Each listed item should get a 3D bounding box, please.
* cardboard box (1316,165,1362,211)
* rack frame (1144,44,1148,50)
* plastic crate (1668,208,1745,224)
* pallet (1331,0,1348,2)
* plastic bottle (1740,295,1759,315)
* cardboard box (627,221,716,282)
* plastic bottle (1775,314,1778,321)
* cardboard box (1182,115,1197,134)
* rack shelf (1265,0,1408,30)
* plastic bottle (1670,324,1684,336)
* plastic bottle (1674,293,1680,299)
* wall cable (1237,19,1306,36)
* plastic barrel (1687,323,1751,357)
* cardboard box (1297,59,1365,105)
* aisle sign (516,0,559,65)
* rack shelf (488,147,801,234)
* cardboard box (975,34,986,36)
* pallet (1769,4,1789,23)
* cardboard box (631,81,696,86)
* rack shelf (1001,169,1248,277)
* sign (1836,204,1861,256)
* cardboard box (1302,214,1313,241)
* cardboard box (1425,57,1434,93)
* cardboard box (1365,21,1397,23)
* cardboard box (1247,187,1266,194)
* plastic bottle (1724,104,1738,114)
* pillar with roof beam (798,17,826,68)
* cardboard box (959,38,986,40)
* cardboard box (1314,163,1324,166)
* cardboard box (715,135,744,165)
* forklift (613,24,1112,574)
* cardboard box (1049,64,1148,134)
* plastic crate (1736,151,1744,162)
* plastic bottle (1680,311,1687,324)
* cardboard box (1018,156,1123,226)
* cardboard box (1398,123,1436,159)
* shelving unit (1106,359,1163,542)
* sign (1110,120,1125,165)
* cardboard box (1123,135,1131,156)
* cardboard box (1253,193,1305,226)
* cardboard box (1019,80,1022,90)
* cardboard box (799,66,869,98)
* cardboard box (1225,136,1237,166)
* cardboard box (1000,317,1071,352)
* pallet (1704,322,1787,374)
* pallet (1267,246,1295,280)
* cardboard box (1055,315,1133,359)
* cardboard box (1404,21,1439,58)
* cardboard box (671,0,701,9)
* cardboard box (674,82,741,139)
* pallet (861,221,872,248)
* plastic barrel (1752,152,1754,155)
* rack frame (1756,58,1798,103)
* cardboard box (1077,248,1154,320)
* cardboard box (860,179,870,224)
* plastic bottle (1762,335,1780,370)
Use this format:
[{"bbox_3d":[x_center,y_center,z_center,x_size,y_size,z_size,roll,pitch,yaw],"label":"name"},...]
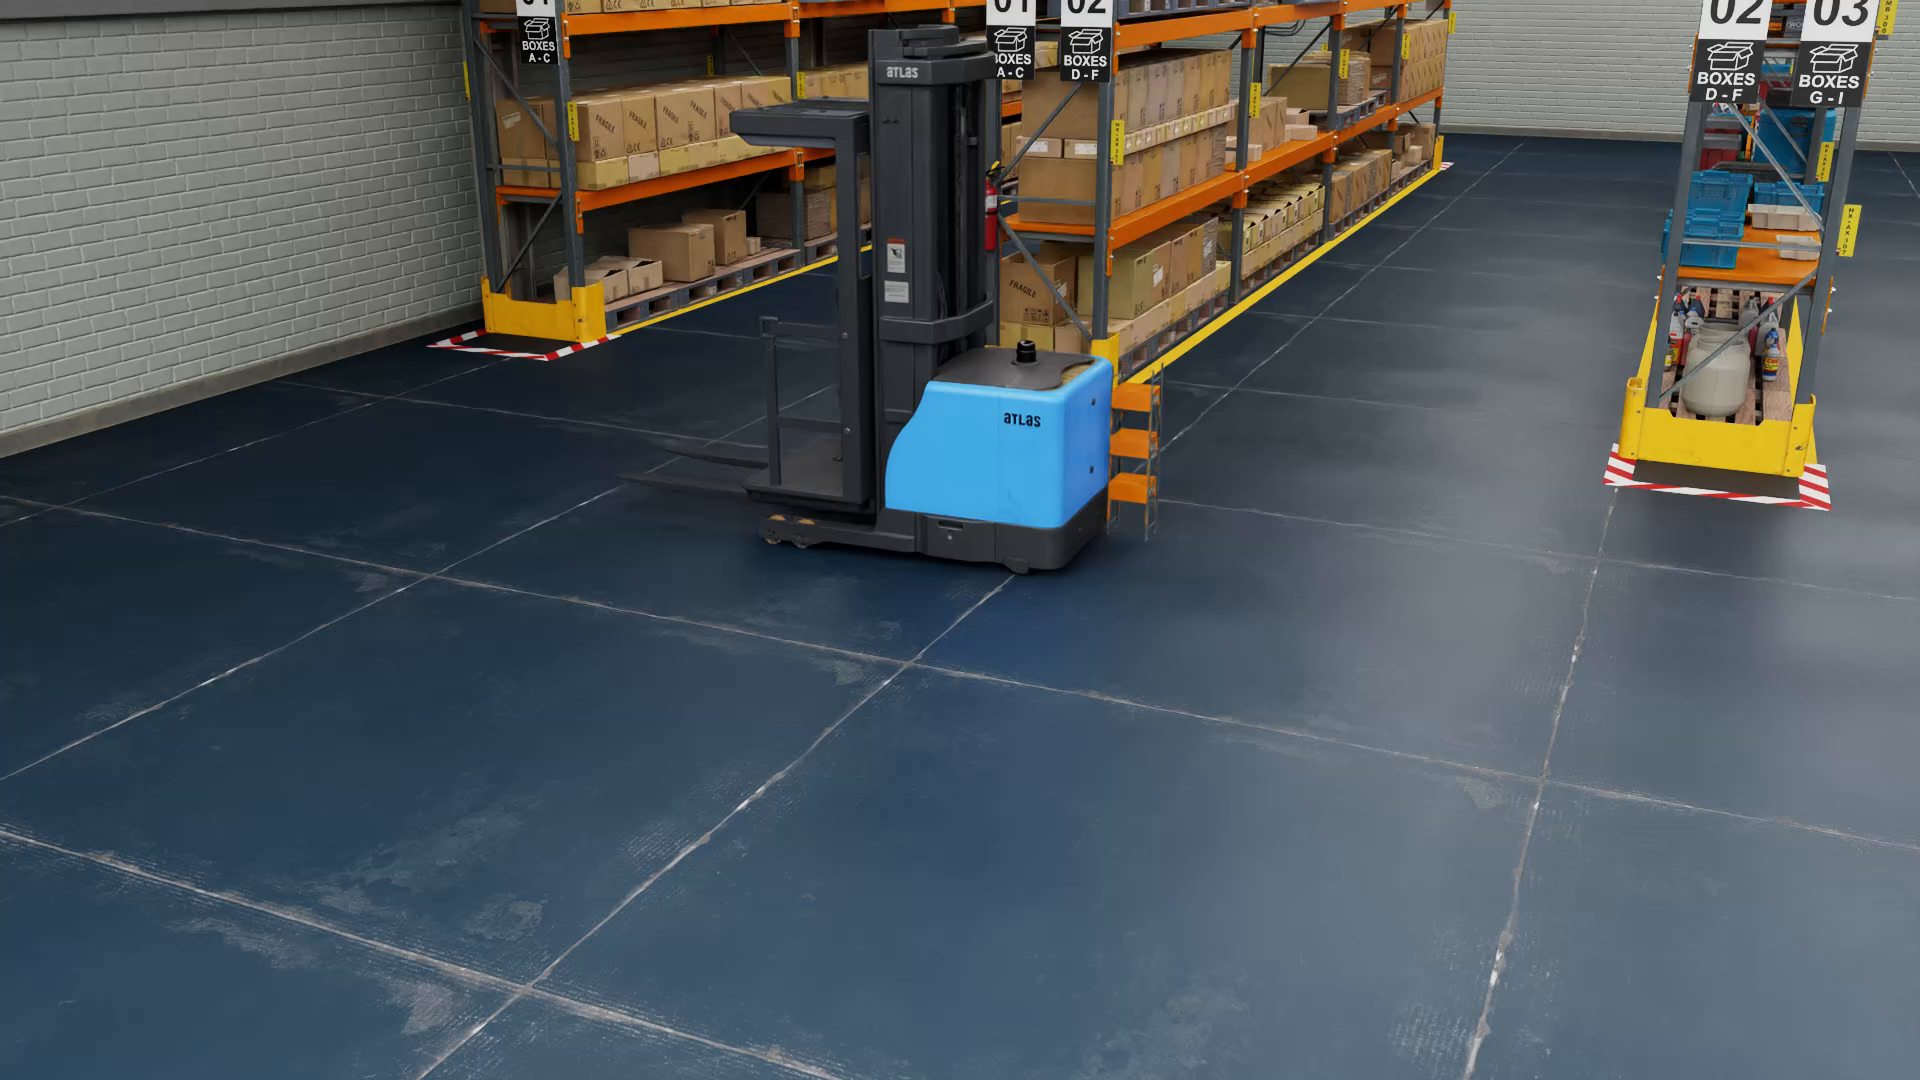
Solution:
[{"bbox_3d":[4.818,-4.500,21.219,0.500,0.500,0.500,8,21,22],"label":"cardboard box"},{"bbox_3d":[2.706,-8.181,28.496,1.000,3.000,0.127,9,21,23],"label":"rack frame"},{"bbox_3d":[5.396,-2.252,12.047,0.499,0.251,0.408,9,21,23],"label":"plastic crate"},{"bbox_3d":[3.755,-6.161,18.622,1.213,0.211,1.003,10,22,25],"label":"pallet"},{"bbox_3d":[6.698,-1.896,14.120,0.144,0.351,0.185,9,21,23],"label":"plastic bottle"},{"bbox_3d":[-2.901,-2.910,16.749,0.700,0.500,0.500,7,21,19],"label":"cardboard box"},{"bbox_3d":[6.723,-1.730,13.754,0.061,0.283,0.133,10,22,26],"label":"plastic bottle"},{"bbox_3d":[1.876,-3.686,14.740,0.380,0.149,0.250,9,22,24],"label":"cardboard box"},{"bbox_3d":[4.770,-6.743,21.048,1.077,0.370,4.000,9,21,23],"label":"rack shelf"},{"bbox_3d":[5.730,-1.592,13.376,0.152,0.276,0.135,8,21,21],"label":"plastic bottle"},{"bbox_3d":[6.300,-2.038,14.637,0.097,0.271,0.097,0,20,0],"label":"plastic bottle"},{"bbox_3d":[5.349,-11.224,32.735,3.097,2.526,0.112,9,21,23],"label":"wall cable"},{"bbox_3d":[5.598,-1.321,12.293,0.421,0.512,0.421,0,20,0],"label":"plastic barrel"},{"bbox_3d":[4.655,-5.763,20.921,0.700,0.500,0.500,13,23,33],"label":"cardboard box"},{"bbox_3d":[-3.601,-4.451,14.129,0.394,0.787,0.004,9,21,23],"label":"aisle sign"},{"bbox_3d":[-3.027,-3.562,16.582,1.077,0.370,4.000,9,21,23],"label":"rack shelf"},{"bbox_3d":[0.475,-6.863,23.049,0.500,0.250,0.500,8,21,22],"label":"cardboard box"},{"bbox_3d":[6.624,-4.244,13.230,1.213,0.211,1.003,9,21,23],"label":"pallet"},{"bbox_3d":[-3.015,-4.380,16.884,0.500,0.500,0.500,9,22,24],"label":"cardboard box"},{"bbox_3d":[1.494,-2.884,14.674,1.077,0.370,4.000,9,21,23],"label":"rack shelf"},{"bbox_3d":[5.693,-1.984,10.658,0.100,0.325,0.005,9,21,23],"label":"sign"},{"bbox_3d":[3.751,-3.607,19.111,0.500,0.250,0.500,8,21,22],"label":"cardboard box"},{"bbox_3d":[6.874,-7.064,25.207,0.500,0.500,0.500,9,21,23],"label":"cardboard box"},{"bbox_3d":[6.388,-7.608,25.243,0.500,0.500,0.500,9,21,23],"label":"cardboard box"},{"bbox_3d":[3.261,-3.942,19.216,0.500,0.311,0.500,8,21,21],"label":"cardboard box"},{"bbox_3d":[9.329,-5.147,20.150,0.152,0.276,0.135,9,21,23],"label":"plastic bottle"},{"bbox_3d":[2.036,-7.693,18.169,9.100,9.000,0.400,9,21,23],"label":"pillar with roof beam"},{"bbox_3d":[0.071,-6.553,22.177,0.500,0.250,0.500,8,21,22],"label":"cardboard box"},{"bbox_3d":[4.542,-4.724,21.849,0.500,0.500,0.500,8,21,21],"label":"cardboard box"},{"bbox_3d":[-2.528,-3.958,16.815,0.500,0.250,0.500,8,21,22],"label":"cardboard box"},{"bbox_3d":[-0.656,-1.490,9.785,3.031,2.935,1.130,8,21,21],"label":"forklift"},{"bbox_3d":[1.110,-3.588,13.496,0.700,0.500,0.500,8,21,21],"label":"cardboard box"},{"bbox_3d":[7.286,-3.624,16.000,0.450,0.188,0.662,9,21,23],"label":"plastic crate"},{"bbox_3d":[6.018,-1.777,13.905,0.097,0.271,0.097,0,20,0],"label":"plastic bottle"},{"bbox_3d":[0.878,-2.799,13.214,0.700,0.500,0.500,9,21,23],"label":"cardboard box"},{"bbox_3d":[7.229,-6.332,26.371,0.500,0.500,0.500,9,21,23],"label":"cardboard box"},{"bbox_3d":[1.039,-0.532,9.897,0.252,1.050,0.215,8,21,22],"label":"shelving unit"},{"bbox_3d":[1.179,-2.978,12.457,0.100,0.325,0.005,9,21,23],"label":"sign"},{"bbox_3d":[1.138,-3.135,13.191,0.380,0.149,0.250,8,21,21],"label":"cardboard box"},{"bbox_3d":[3.545,-3.716,18.580,0.500,0.311,0.500,8,21,22],"label":"cardboard box"},{"bbox_3d":[0.696,-6.669,23.623,0.500,0.500,0.500,9,21,23],"label":"cardboard box"},{"bbox_3d":[-1.492,-5.293,19.570,0.700,0.500,0.500,12,23,30],"label":"cardboard box"},{"bbox_3d":[2.475,-3.920,16.738,0.500,0.250,0.500,10,22,26],"label":"cardboard box"},{"bbox_3d":[0.625,-1.718,13.800,0.500,0.250,0.500,9,21,23],"label":"cardboard box"},{"bbox_3d":[6.518,-1.640,14.265,1.003,0.211,1.213,9,21,23],"label":"pallet"},{"bbox_3d":[3.078,-3.125,18.441,1.003,0.211,1.213,9,21,23],"label":"pallet"},{"bbox_3d":[1.098,-1.647,13.600,0.500,0.250,0.500,9,21,23],"label":"cardboard box"},{"bbox_3d":[6.882,-7.533,25.033,0.500,0.500,0.500,9,22,24],"label":"cardboard box"},{"bbox_3d":[-2.819,-5.313,15.775,0.500,0.500,0.500,10,22,26],"label":"cardboard box"},{"bbox_3d":[-2.534,-4.312,16.691,0.500,0.500,0.500,8,21,21],"label":"cardboard box"},{"bbox_3d":[-1.392,-3.811,20.370,1.003,0.211,1.213,9,21,23],"label":"pallet"},{"bbox_3d":[7.513,-3.472,15.460,0.301,0.262,0.301,0,20,0],"label":"plastic barrel"},{"bbox_3d":[10.107,-5.599,21.235,1.000,3.000,0.127,9,21,23],"label":"rack frame"},{"bbox_3d":[1.301,-2.153,13.905,0.500,0.500,0.500,9,21,23],"label":"cardboard box"},{"bbox_3d":[-1.510,-4.085,20.052,0.700,0.500,0.500,9,21,23],"label":"cardboard box"},{"bbox_3d":[6.360,-1.468,13.037,0.097,0.271,0.097,0,20,0],"label":"plastic bottle"}]
